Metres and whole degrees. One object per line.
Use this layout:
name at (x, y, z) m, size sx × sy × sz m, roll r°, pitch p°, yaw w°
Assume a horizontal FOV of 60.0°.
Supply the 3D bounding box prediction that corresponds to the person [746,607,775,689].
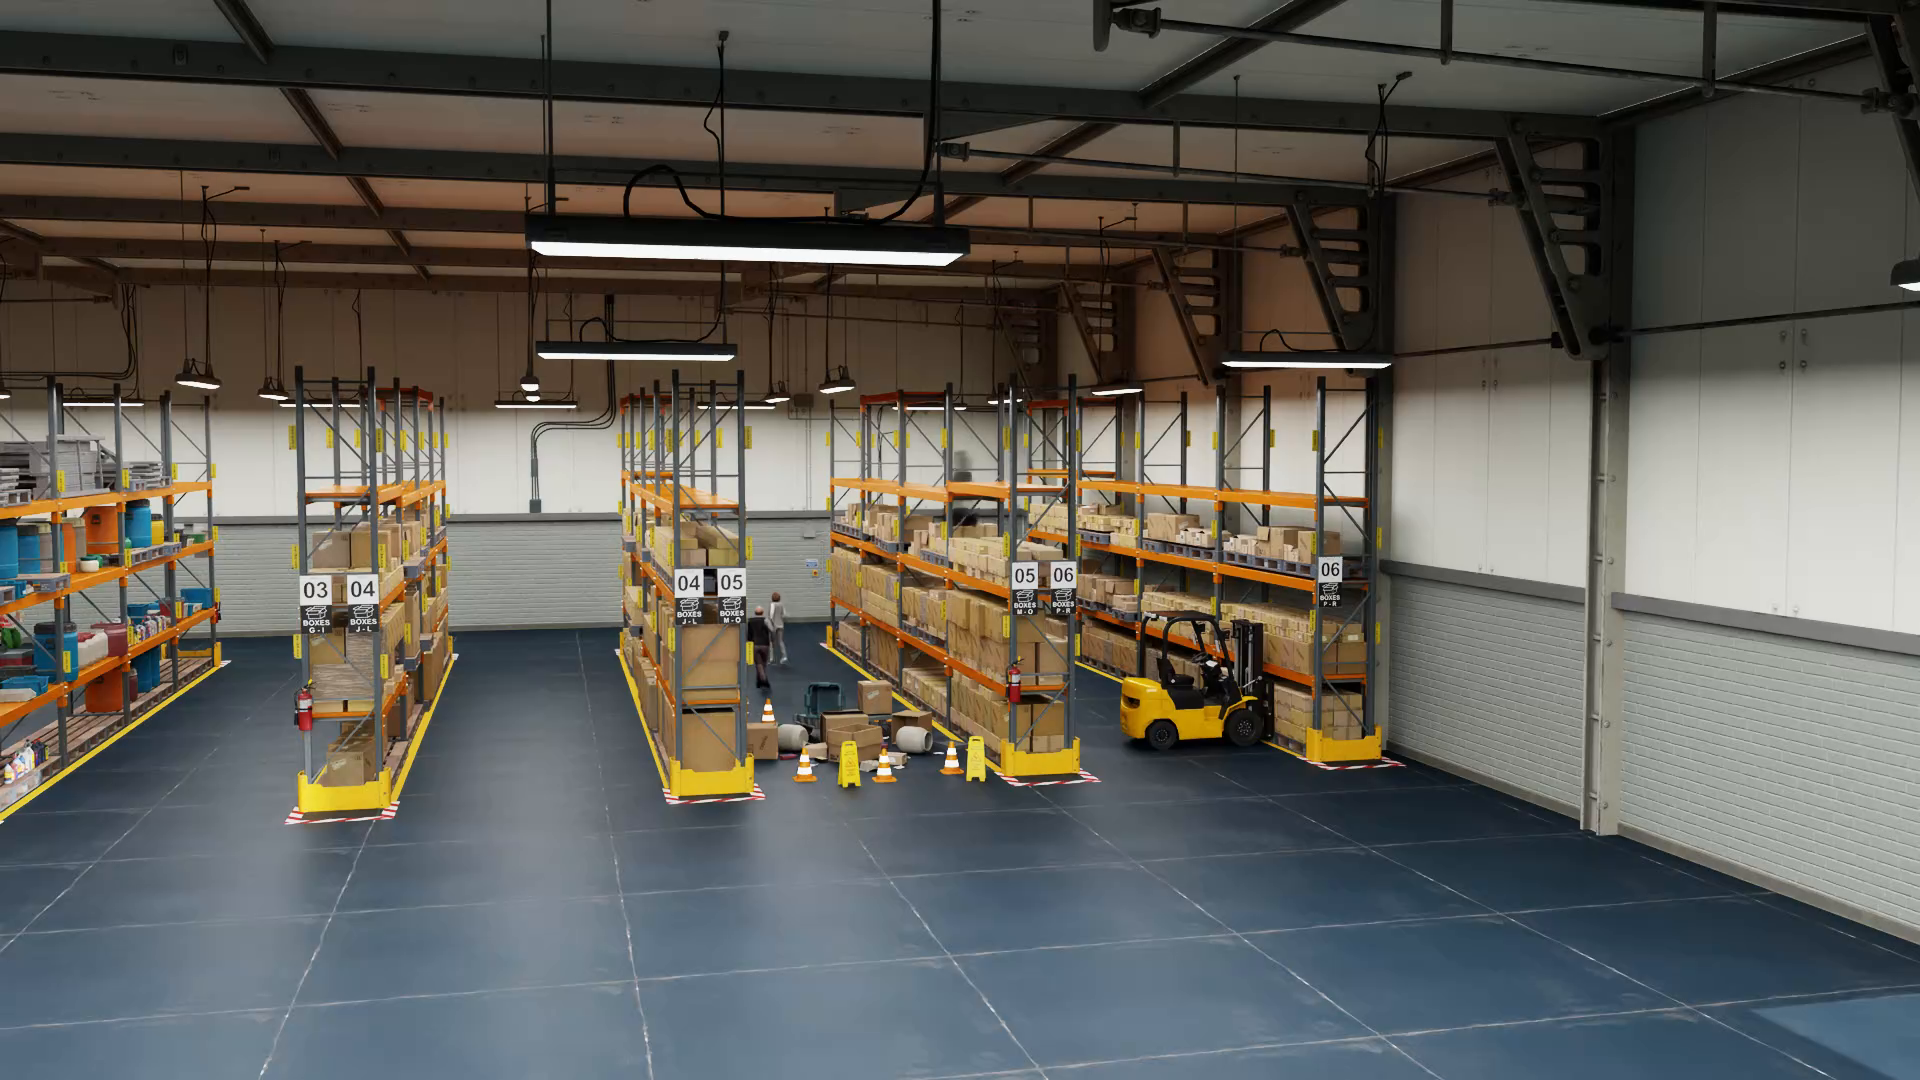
person at (-4.043, 2.206, 33.412) m, size 0.652 × 1.686 × 0.822 m, roll 0°, pitch 3°, yaw -7°

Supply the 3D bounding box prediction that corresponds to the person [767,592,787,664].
person at (-4.068, 1.982, 37.019) m, size 0.529 × 1.630 × 0.757 m, roll -2°, pitch 4°, yaw -34°

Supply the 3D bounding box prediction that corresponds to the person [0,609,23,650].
person at (-20.967, 1.947, 36.610) m, size 0.761 × 1.745 × 0.661 m, roll 3°, pitch 4°, yaw 40°
